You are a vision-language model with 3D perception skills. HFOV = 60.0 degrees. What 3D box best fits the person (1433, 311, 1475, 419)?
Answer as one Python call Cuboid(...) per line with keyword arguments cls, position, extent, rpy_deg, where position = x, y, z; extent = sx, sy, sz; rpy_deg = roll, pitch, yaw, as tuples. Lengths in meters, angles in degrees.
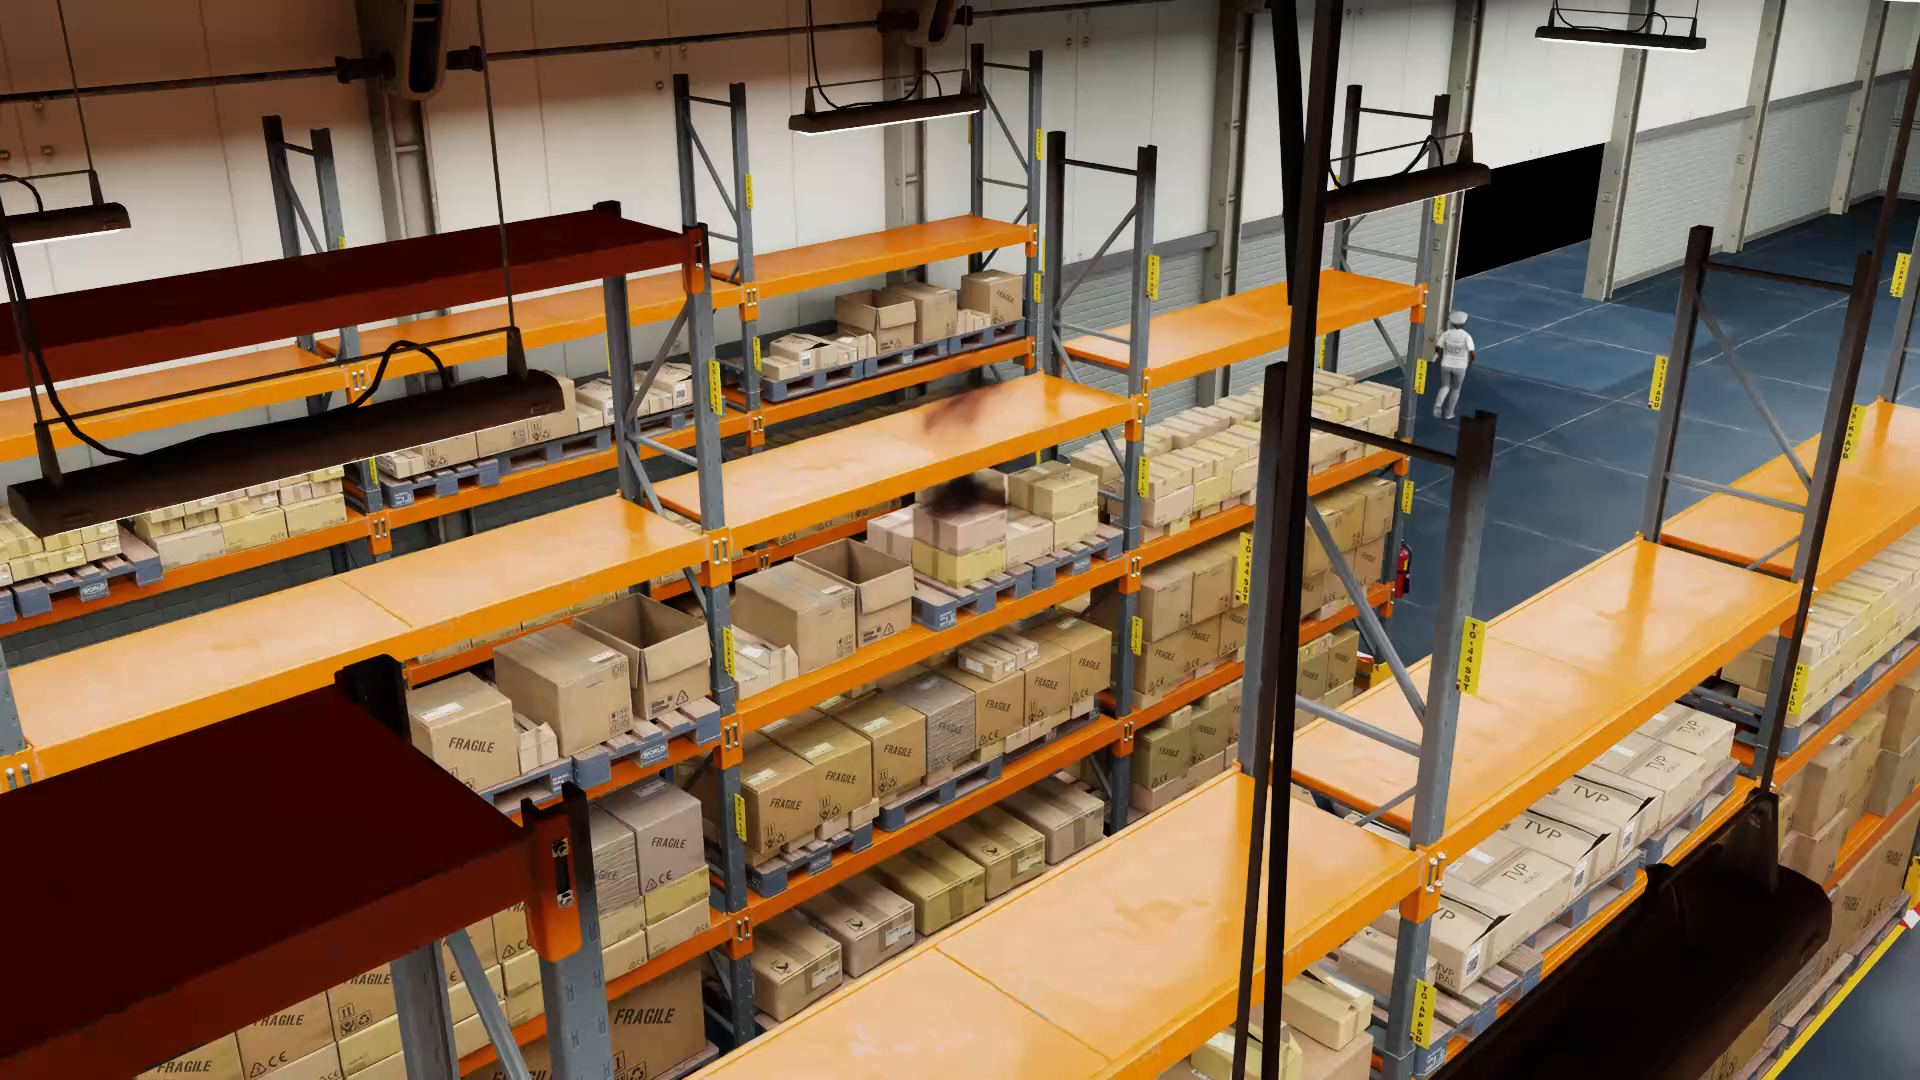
Cuboid(cls="person", position=(7.403, -2.589, 24.949), extent=(0.599, 1.668, 0.587), rpy_deg=(13, 26, 28))
